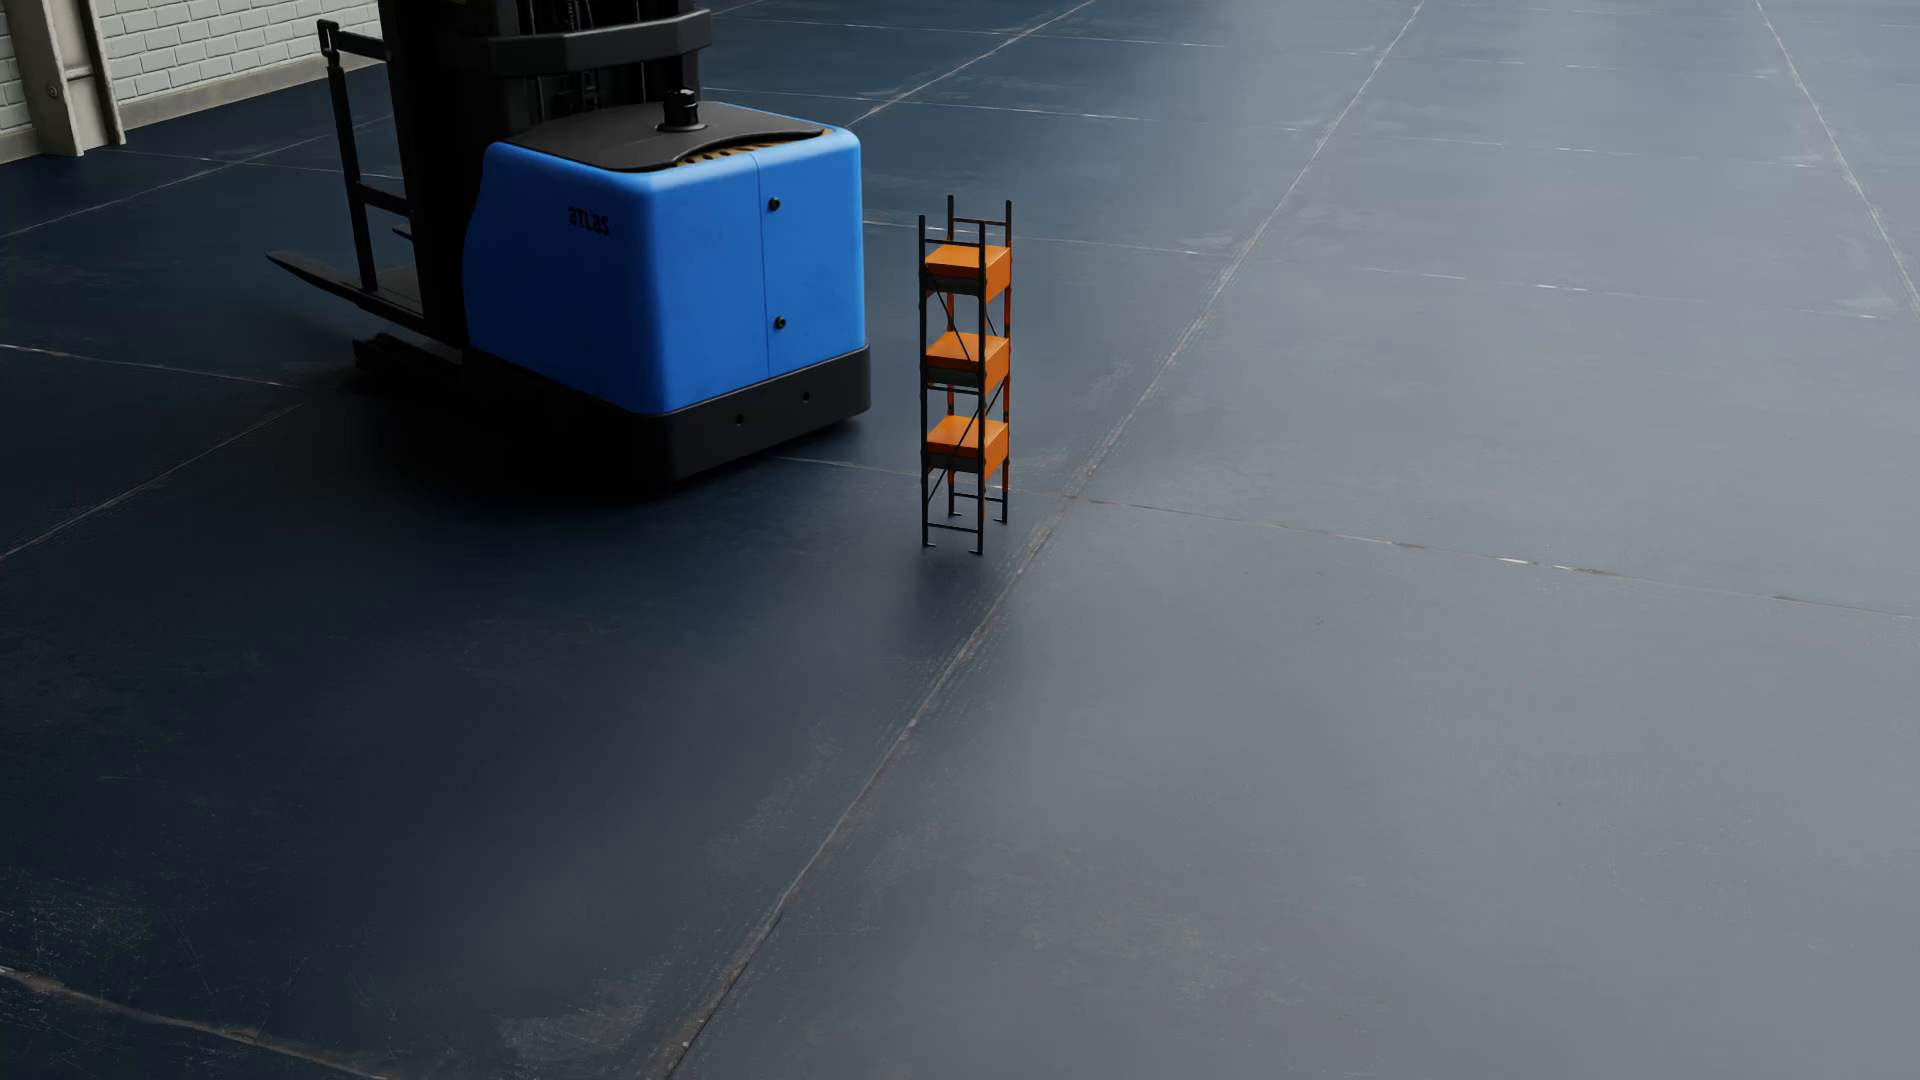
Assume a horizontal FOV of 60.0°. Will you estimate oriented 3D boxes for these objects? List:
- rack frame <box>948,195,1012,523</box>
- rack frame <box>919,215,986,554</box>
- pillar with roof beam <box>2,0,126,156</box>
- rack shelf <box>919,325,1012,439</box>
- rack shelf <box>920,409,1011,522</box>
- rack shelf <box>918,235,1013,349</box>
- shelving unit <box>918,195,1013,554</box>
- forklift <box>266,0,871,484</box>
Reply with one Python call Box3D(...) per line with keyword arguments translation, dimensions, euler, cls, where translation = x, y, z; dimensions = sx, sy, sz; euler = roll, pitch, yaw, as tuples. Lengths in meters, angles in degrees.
Box3D(translation=(0.058, -0.545, 5.170), dimensions=(0.200, 1.050, 0.008), euler=(9, 27, 17), cls="rack frame")
Box3D(translation=(-0.023, -0.444, 4.963), dimensions=(0.200, 1.050, 0.008), euler=(9, 27, 17), cls="rack frame")
Box3D(translation=(-1.341, -5.842, 6.990), dimensions=(9.100, 9.000, 0.400), euler=(9, 27, 17), cls="pillar with roof beam")
Box3D(translation=(0.018, -0.485, 5.071), dimensions=(0.215, 0.259, 0.240), euler=(9, 27, 17), cls="rack shelf")
Box3D(translation=(0.018, -0.235, 5.192), dimensions=(0.215, 0.259, 0.240), euler=(9, 27, 17), cls="rack shelf")
Box3D(translation=(0.018, -0.740, 4.948), dimensions=(0.215, 0.259, 0.240), euler=(9, 27, 17), cls="rack shelf")
Box3D(translation=(0.018, -0.495, 5.067), dimensions=(0.215, 1.050, 0.252), euler=(9, 27, 17), cls="shelving unit")
Box3D(translation=(-1.742, -2.037, 6.094), dimensions=(3.031, 2.935, 1.130), euler=(22, 34, 38), cls="forklift")
